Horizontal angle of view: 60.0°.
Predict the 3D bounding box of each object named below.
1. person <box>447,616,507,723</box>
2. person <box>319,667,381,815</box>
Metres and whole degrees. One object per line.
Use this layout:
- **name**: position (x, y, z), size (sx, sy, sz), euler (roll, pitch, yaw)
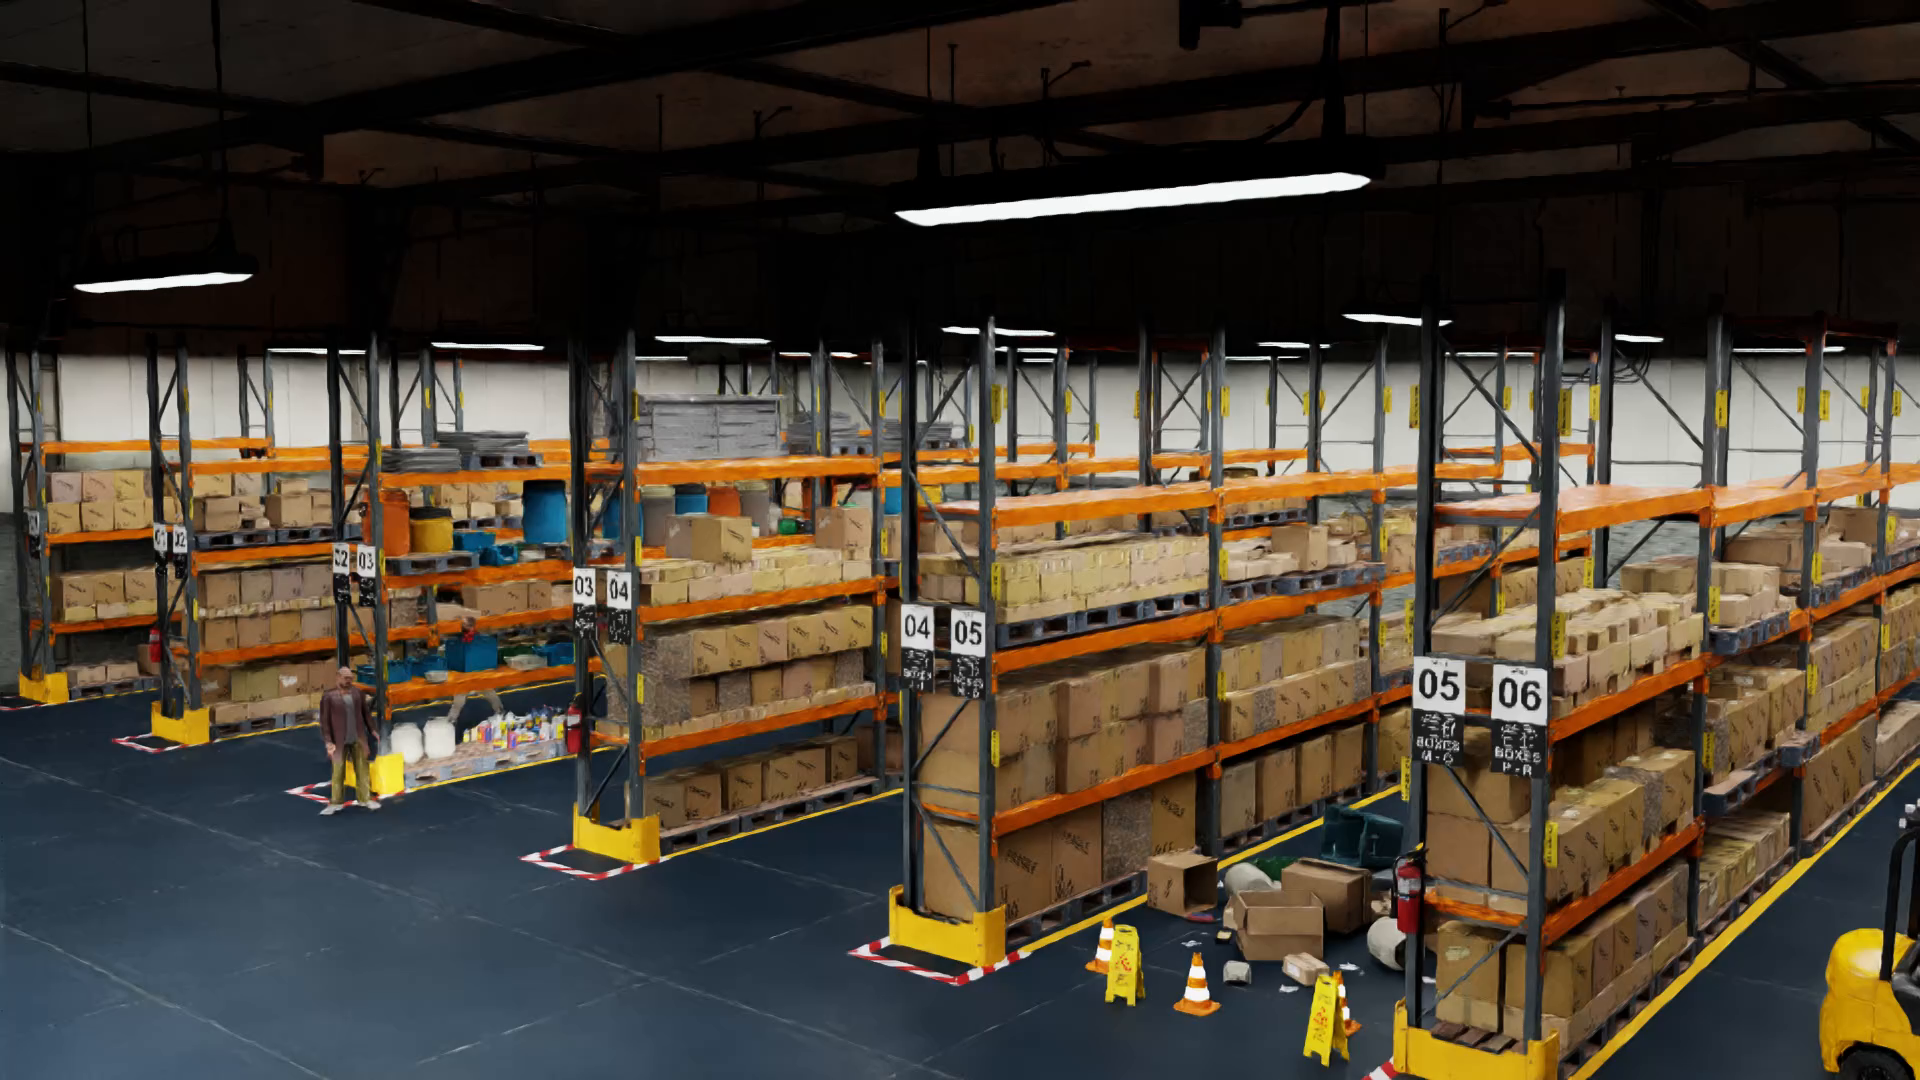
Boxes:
- **person**: position (-7.563, 2.007, 25.754), size (1.040, 1.657, 0.532), euler (-5, 7, -42)
- **person**: position (-7.456, 2.434, 20.295), size (0.741, 1.785, 0.436), euler (-4, 7, -40)
